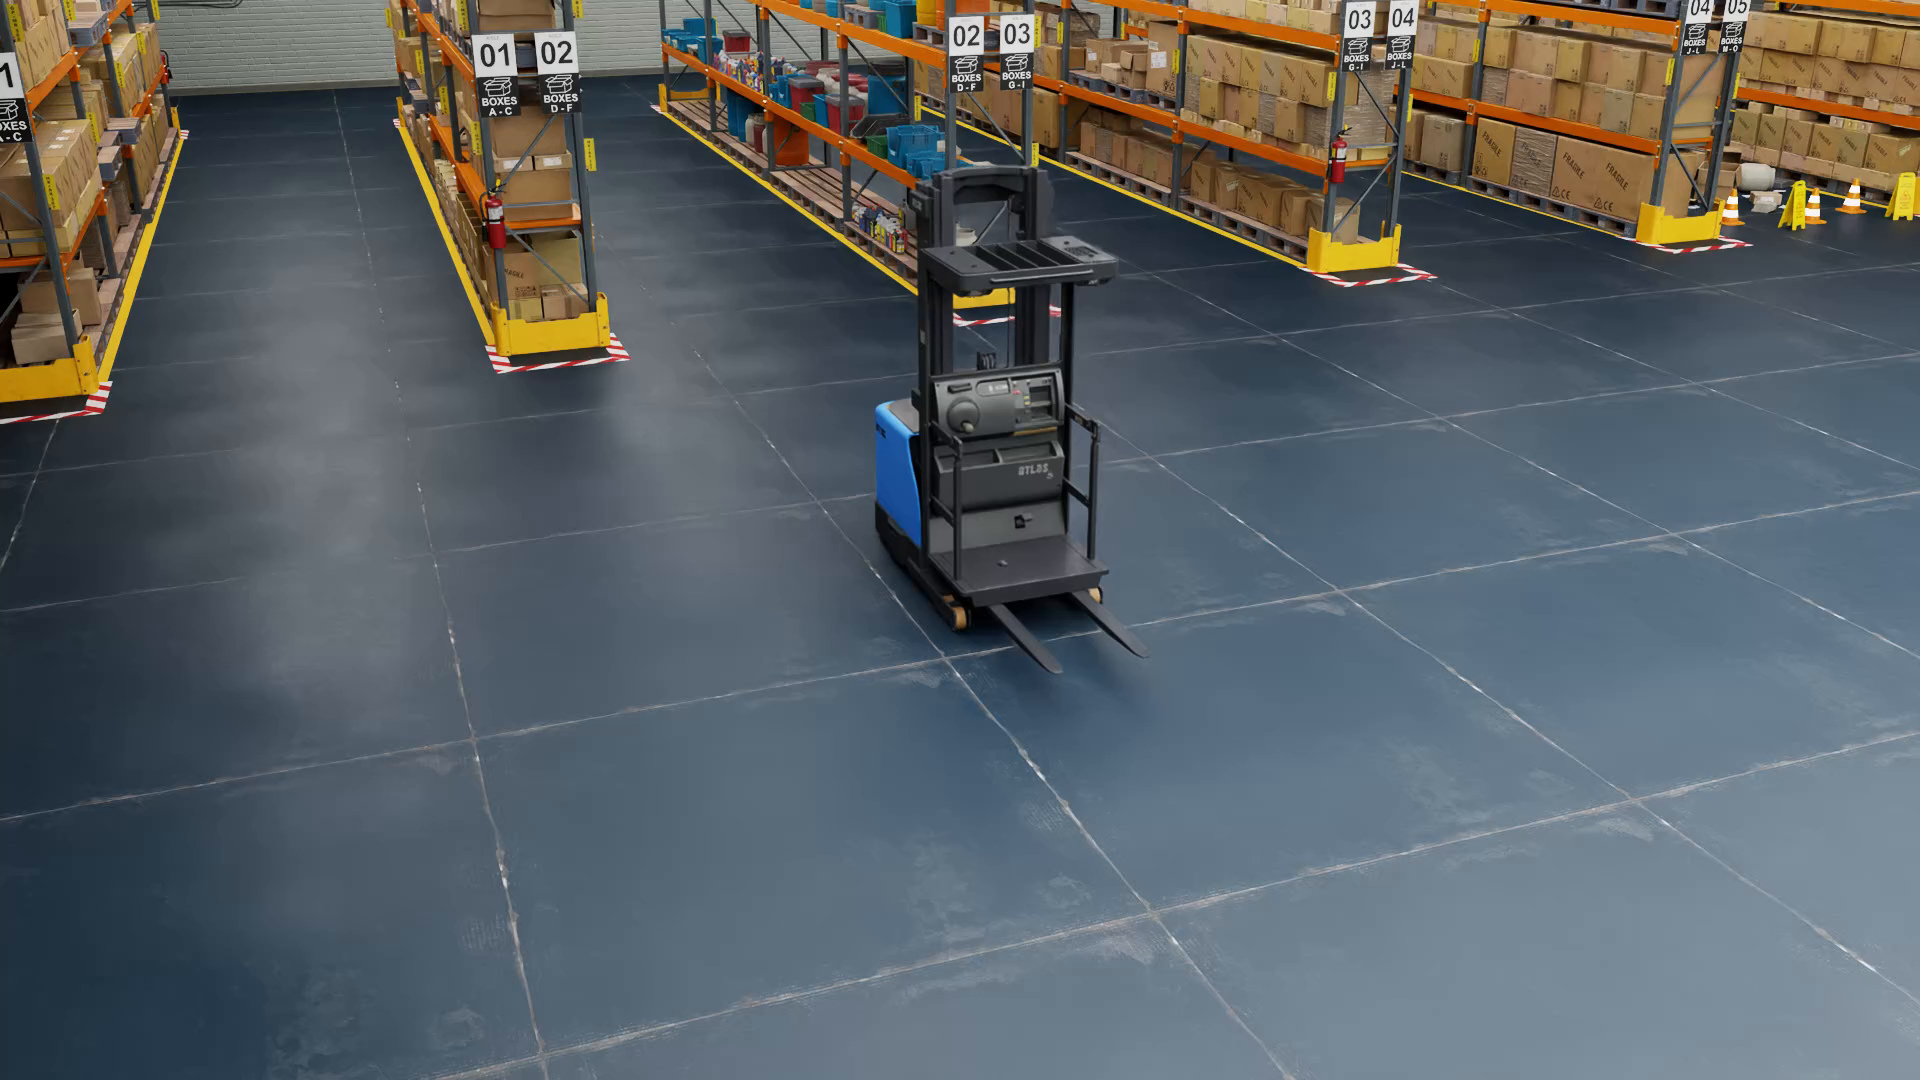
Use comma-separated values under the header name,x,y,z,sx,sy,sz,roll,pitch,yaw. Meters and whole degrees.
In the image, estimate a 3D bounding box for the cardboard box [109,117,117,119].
name,x,y,z,sx,sy,sz,roll,pitch,yaw
cardboard box,-11.671,-5.708,22.727,0.380,0.149,0.250,-9,24,-20

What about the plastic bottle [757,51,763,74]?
name,x,y,z,sx,sy,sz,roll,pitch,yaw
plastic bottle,-3.355,-8.077,28.114,0.144,0.351,0.185,-8,24,-19

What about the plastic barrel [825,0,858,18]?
name,x,y,z,sx,sy,sz,roll,pitch,yaw
plastic barrel,-1.473,-7.337,21.788,0.600,0.901,0.708,-8,24,-19

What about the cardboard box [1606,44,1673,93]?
name,x,y,z,sx,sy,sz,roll,pitch,yaw
cardboard box,9.257,-6.333,22.329,0.875,0.550,0.550,-8,24,-19

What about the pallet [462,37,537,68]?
name,x,y,z,sx,sy,sz,roll,pitch,yaw
pallet,-4.538,-5.039,17.095,1.003,0.211,1.213,-8,24,-19

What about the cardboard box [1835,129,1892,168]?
name,x,y,z,sx,sy,sz,roll,pitch,yaw
cardboard box,13.513,-5.871,24.851,0.500,0.500,0.500,-7,24,-17

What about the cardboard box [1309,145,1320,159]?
name,x,y,z,sx,sy,sz,roll,pitch,yaw
cardboard box,4.575,-4.845,20.707,0.380,0.149,0.250,-8,24,-19

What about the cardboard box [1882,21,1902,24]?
name,x,y,z,sx,sy,sz,roll,pitch,yaw
cardboard box,16.649,-9.189,29.726,0.380,0.149,0.250,-8,24,-19

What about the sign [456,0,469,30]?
name,x,y,z,sx,sy,sz,roll,pitch,yaw
sign,-4.825,-5.121,16.138,0.100,0.325,0.005,-8,24,-19

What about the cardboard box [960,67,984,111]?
name,x,y,z,sx,sy,sz,roll,pitch,yaw
cardboard box,0.559,-8.620,31.535,0.875,0.875,0.875,-8,24,-19

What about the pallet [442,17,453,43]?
name,x,y,z,sx,sy,sz,roll,pitch,yaw
pallet,-5.400,-5.925,19.198,1.003,0.211,1.213,-8,24,-19

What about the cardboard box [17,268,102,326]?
name,x,y,z,sx,sy,sz,roll,pitch,yaw
cardboard box,-9.519,-2.551,17.592,0.700,0.500,0.500,-10,25,-22

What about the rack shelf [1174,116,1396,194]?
name,x,y,z,sx,sy,sz,roll,pitch,yaw
rack shelf,4.250,-5.190,22.128,1.077,0.370,4.000,-8,24,-19

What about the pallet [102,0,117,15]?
name,x,y,z,sx,sy,sz,roll,pitch,yaw
pallet,-12.049,-7.185,22.315,1.213,0.211,1.003,-7,24,-17

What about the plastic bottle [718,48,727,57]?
name,x,y,z,sx,sy,sz,roll,pitch,yaw
plastic bottle,-4.081,-8.266,28.562,0.144,0.351,0.185,-8,24,-19

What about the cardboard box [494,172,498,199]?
name,x,y,z,sx,sy,sz,roll,pitch,yaw
cardboard box,-4.655,-3.845,17.881,0.700,0.500,0.500,-8,24,-18

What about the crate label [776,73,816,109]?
name,x,y,z,sx,sy,sz,roll,pitch,yaw
crate label,-2.405,-6.640,24.597,0.502,0.435,0.616,-8,24,-19

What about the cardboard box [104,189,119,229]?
name,x,y,z,sx,sy,sz,roll,pitch,yaw
cardboard box,-11.395,-4.256,21.638,0.700,0.500,0.500,-8,24,-19

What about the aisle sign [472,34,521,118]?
name,x,y,z,sx,sy,sz,roll,pitch,yaw
aisle sign,-4.564,-4.571,16.385,0.394,0.787,0.004,-8,24,-19

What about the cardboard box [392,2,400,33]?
name,x,y,z,sx,sy,sz,roll,pitch,yaw
cardboard box,-9.691,-9.189,29.272,0.500,0.500,0.500,-8,24,-18

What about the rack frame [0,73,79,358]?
name,x,y,z,sx,sy,sz,roll,pitch,yaw
rack frame,-8.945,-2.756,15.426,1.000,3.000,0.127,-8,24,-19

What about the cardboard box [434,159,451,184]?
name,x,y,z,sx,sy,sz,roll,pitch,yaw
cardboard box,-7.228,-5.298,23.735,0.500,0.311,0.500,-7,24,-17

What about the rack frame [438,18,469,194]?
name,x,y,z,sx,sy,sz,roll,pitch,yaw
rack frame,-5.725,-4.890,20.491,1.000,3.000,0.127,-8,24,-19

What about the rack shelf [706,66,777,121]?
name,x,y,z,sx,sy,sz,roll,pitch,yaw
rack shelf,-3.210,-7.417,27.412,1.077,0.370,4.000,-8,24,-19

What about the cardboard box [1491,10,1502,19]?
name,x,y,z,sx,sy,sz,roll,pitch,yaw
cardboard box,10.444,-10.272,31.842,0.500,0.500,0.500,-9,24,-20

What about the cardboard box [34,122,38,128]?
name,x,y,z,sx,sy,sz,roll,pitch,yaw
cardboard box,-10.388,-4.296,18.281,0.500,0.500,0.500,-9,24,-20

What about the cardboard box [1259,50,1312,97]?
name,x,y,z,sx,sy,sz,roll,pitch,yaw
cardboard box,4.175,-5.967,21.247,0.500,0.500,0.500,-8,24,-19

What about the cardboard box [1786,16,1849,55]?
name,x,y,z,sx,sy,sz,roll,pitch,yaw
cardboard box,13.079,-7.687,25.328,0.700,0.500,0.500,-9,24,-20

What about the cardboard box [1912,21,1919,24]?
name,x,y,z,sx,sy,sz,roll,pitch,yaw
cardboard box,17.226,-9.172,29.685,0.380,0.149,0.250,-8,24,-19

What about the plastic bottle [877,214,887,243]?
name,x,y,z,sx,sy,sz,roll,pitch,yaw
plastic bottle,-0.976,-3.977,21.169,0.144,0.351,0.185,-9,24,-19

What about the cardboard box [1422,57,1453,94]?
name,x,y,z,sx,sy,sz,roll,pitch,yaw
cardboard box,7.606,-7.275,26.019,0.500,0.500,0.500,-9,24,-20

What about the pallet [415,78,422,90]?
name,x,y,z,sx,sy,sz,roll,pitch,yaw
pallet,-7.830,-6.961,25.651,1.003,0.211,1.213,-8,24,-19

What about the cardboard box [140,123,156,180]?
name,x,y,z,sx,sy,sz,roll,pitch,yaw
cardboard box,-12.517,-5.778,24.824,0.750,0.750,0.750,-8,24,-17

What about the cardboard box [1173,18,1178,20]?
name,x,y,z,sx,sy,sz,roll,pitch,yaw
cardboard box,4.601,-10.489,33.261,0.500,0.500,0.500,-8,24,-19

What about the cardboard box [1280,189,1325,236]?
name,x,y,z,sx,sy,sz,roll,pitch,yaw
cardboard box,4.508,-4.278,21.716,0.500,0.500,0.500,-2,23,-5

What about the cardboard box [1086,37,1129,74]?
name,x,y,z,sx,sy,sz,roll,pitch,yaw
cardboard box,2.359,-7.750,26.607,0.500,0.500,0.500,-12,25,-25

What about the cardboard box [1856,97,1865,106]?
name,x,y,z,sx,sy,sz,roll,pitch,yaw
cardboard box,13.553,-6.520,24.680,0.380,0.149,0.250,-8,24,-18

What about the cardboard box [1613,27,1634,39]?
name,x,y,z,sx,sy,sz,roll,pitch,yaw
cardboard box,11.728,-8.862,28.862,0.500,0.500,0.500,-8,24,-18

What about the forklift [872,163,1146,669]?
name,x,y,z,sx,sy,sz,roll,pitch,yaw
forklift,0.323,-0.946,11.221,1.130,2.935,3.031,-8,24,-19

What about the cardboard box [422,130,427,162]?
name,x,y,z,sx,sy,sz,roll,pitch,yaw
cardboard box,-8.240,-6.264,26.401,0.500,0.500,0.500,-8,24,-18

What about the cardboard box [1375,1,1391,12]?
name,x,y,z,sx,sy,sz,roll,pitch,yaw
cardboard box,5.075,-6.423,19.946,0.380,0.149,0.250,-9,24,-19

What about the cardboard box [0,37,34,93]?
name,x,y,z,sx,sy,sz,roll,pitch,yaw
cardboard box,-8.830,-4.349,15.190,0.500,0.500,0.500,-8,24,-18

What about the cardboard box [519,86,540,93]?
name,x,y,z,sx,sy,sz,roll,pitch,yaw
cardboard box,-4.854,-4.645,18.109,0.700,0.500,0.500,-8,24,-19

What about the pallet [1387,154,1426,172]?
name,x,y,z,sx,sy,sz,roll,pitch,yaw
pallet,7.441,-6.321,27.475,1.003,0.211,1.213,-8,24,-19

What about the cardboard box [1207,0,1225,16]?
name,x,y,z,sx,sy,sz,roll,pitch,yaw
cardboard box,3.654,-7.171,22.233,0.500,0.250,0.500,-9,24,-19

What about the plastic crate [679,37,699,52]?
name,x,y,z,sx,sy,sz,roll,pitch,yaw
plastic crate,-4.979,-9.157,30.752,0.416,0.233,0.300,-8,24,-19

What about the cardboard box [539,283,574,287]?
name,x,y,z,sx,sy,sz,roll,pitch,yaw
cardboard box,-4.474,-2.770,18.459,0.500,0.250,0.500,-8,24,-19

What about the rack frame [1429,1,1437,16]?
name,x,y,z,sx,sy,sz,roll,pitch,yaw
rack frame,9.988,-10.515,33.835,1.000,3.000,0.127,-8,24,-19

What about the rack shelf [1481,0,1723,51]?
name,x,y,z,sx,sy,sz,roll,pitch,yaw
rack shelf,8.926,-7.216,23.073,1.077,0.370,4.000,-8,24,-19

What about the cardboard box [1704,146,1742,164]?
name,x,y,z,sx,sy,sz,roll,pitch,yaw
cardboard box,11.920,-5.881,26.057,0.500,0.500,0.500,8,24,18

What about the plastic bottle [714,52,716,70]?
name,x,y,z,sx,sy,sz,roll,pitch,yaw
plastic bottle,-4.186,-8.230,28.564,0.061,0.283,0.133,-8,24,-19

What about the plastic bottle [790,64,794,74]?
name,x,y,z,sx,sy,sz,roll,pitch,yaw
plastic bottle,-2.719,-7.596,27.060,0.061,0.283,0.133,-8,24,-19

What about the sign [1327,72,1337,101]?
name,x,y,z,sx,sy,sz,roll,pitch,yaw
sign,4.430,-5.405,19.814,0.100,0.325,0.005,-8,24,-19

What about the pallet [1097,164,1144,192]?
name,x,y,z,sx,sy,sz,roll,pitch,yaw
pallet,2.832,-5.690,25.978,1.003,0.211,1.213,-8,24,-19
